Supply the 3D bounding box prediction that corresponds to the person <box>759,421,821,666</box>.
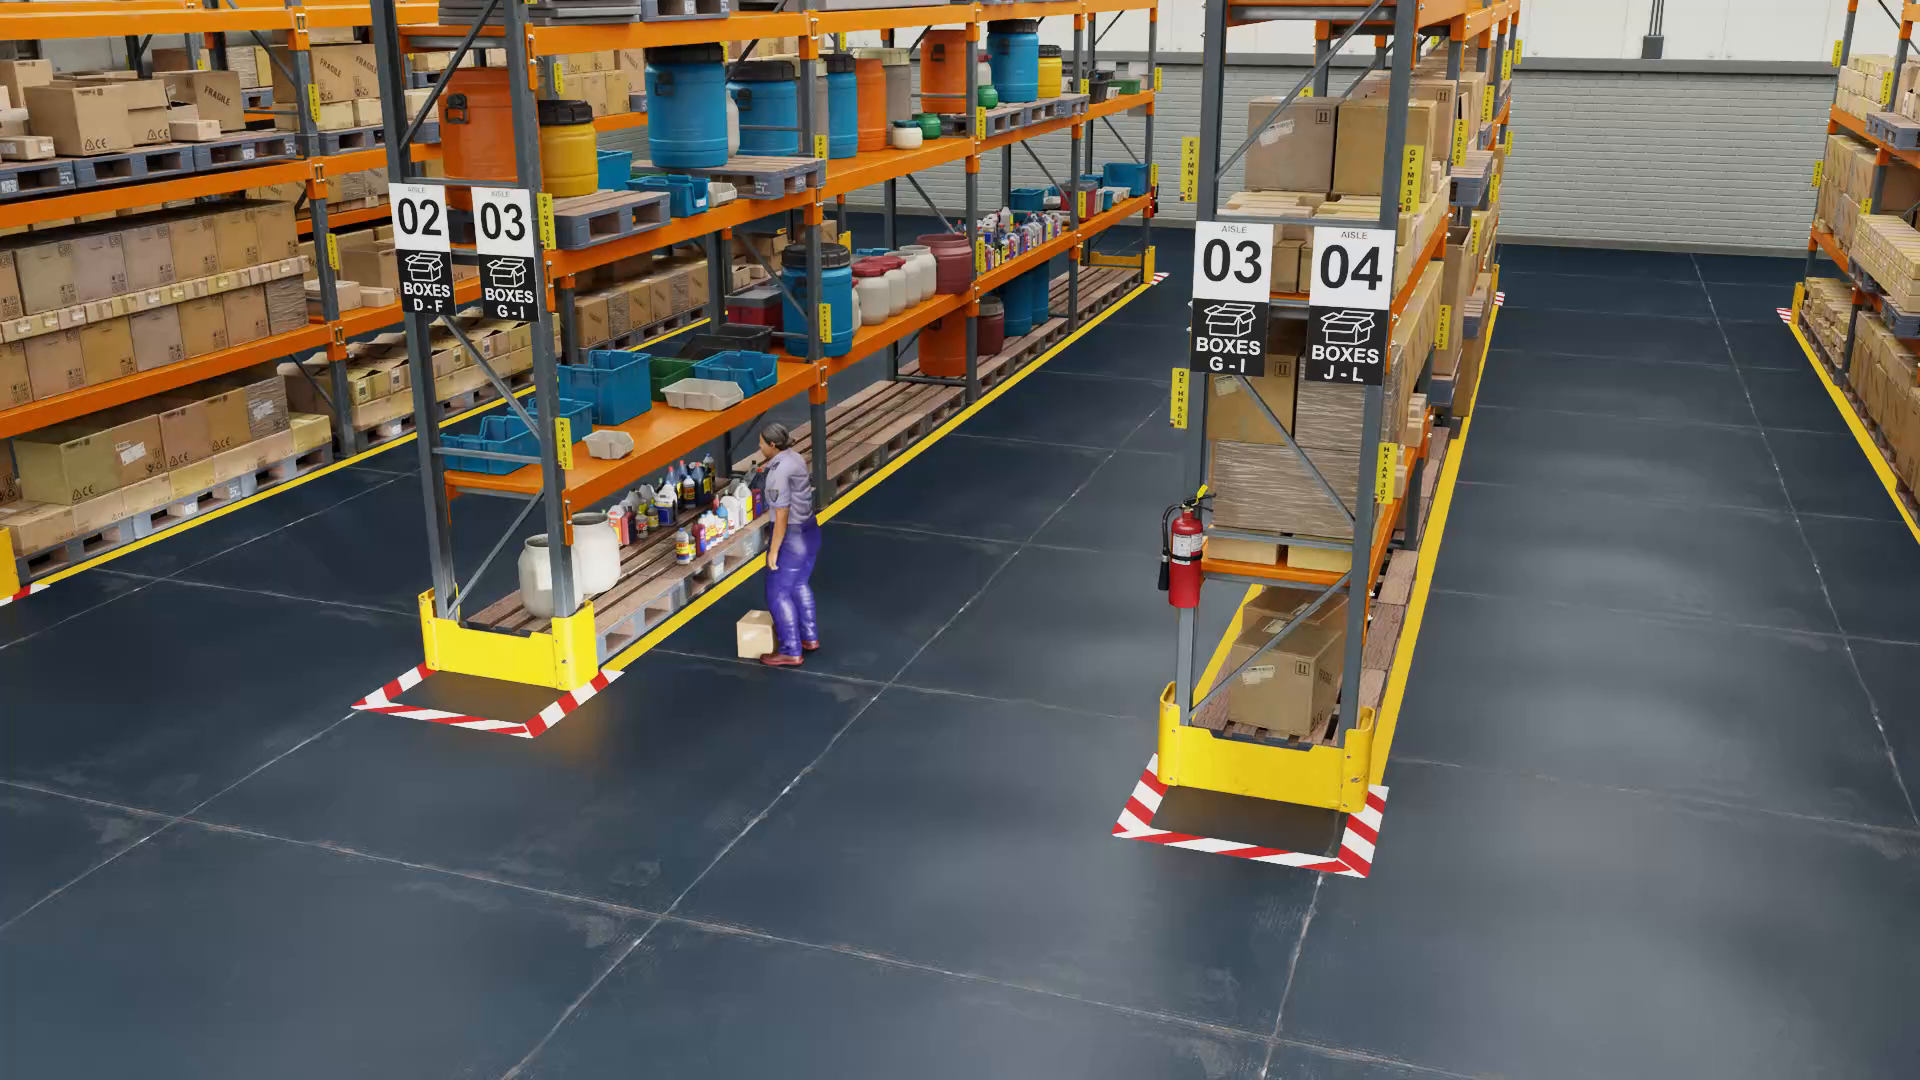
[{"bbox_3d":[-1.133,0.008,11.051,0.375,1.651,0.563,5,19,15],"label":"person"}]
